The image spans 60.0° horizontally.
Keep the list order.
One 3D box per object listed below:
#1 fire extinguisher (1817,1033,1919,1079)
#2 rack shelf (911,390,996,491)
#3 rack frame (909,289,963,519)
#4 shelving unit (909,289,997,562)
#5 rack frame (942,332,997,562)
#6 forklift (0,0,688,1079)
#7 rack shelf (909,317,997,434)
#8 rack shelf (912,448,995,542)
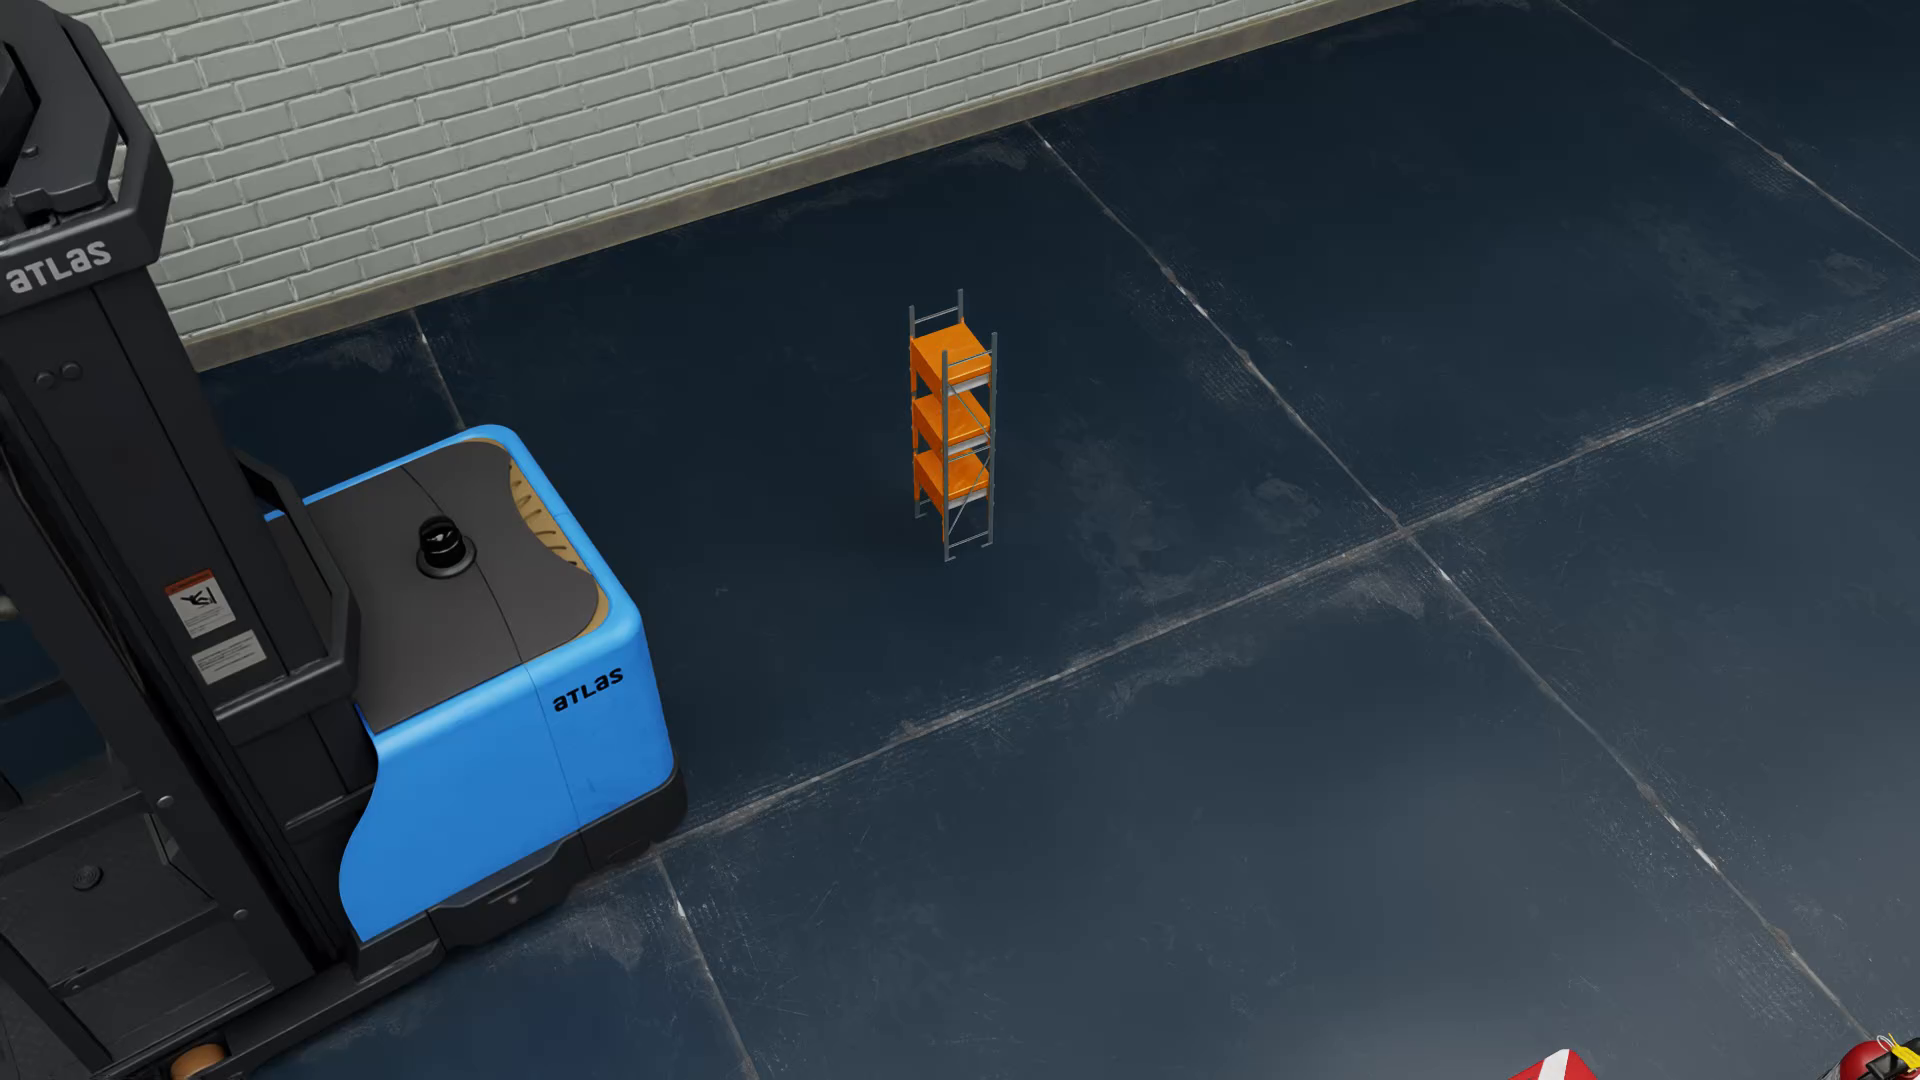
[{"bbox_3d":[1.917,1.187,3.518,0.296,0.674,0.183,-21,52,-18],"label":"fire extinguisher"},{"bbox_3d":[-0.024,-0.374,5.894,0.215,0.259,0.240,-21,52,-18],"label":"rack shelf"},{"bbox_3d":[-0.080,-0.463,5.958,0.200,1.050,0.008,-21,52,-18],"label":"rack frame"},{"bbox_3d":[-0.024,-0.381,5.886,0.215,1.050,0.252,-21,52,-18],"label":"shelving unit"},{"bbox_3d":[0.031,-0.300,5.815,0.200,1.050,0.008,-21,52,-18],"label":"rack frame"},{"bbox_3d":[-2.392,0.276,4.061,3.031,2.935,1.130,-27,54,-21],"label":"forklift"},{"bbox_3d":[-0.024,-0.561,5.681,0.215,0.259,0.240,-21,52,-18],"label":"rack shelf"},{"bbox_3d":[-0.024,-0.192,6.103,0.215,0.259,0.240,-21,52,-18],"label":"rack shelf"}]
